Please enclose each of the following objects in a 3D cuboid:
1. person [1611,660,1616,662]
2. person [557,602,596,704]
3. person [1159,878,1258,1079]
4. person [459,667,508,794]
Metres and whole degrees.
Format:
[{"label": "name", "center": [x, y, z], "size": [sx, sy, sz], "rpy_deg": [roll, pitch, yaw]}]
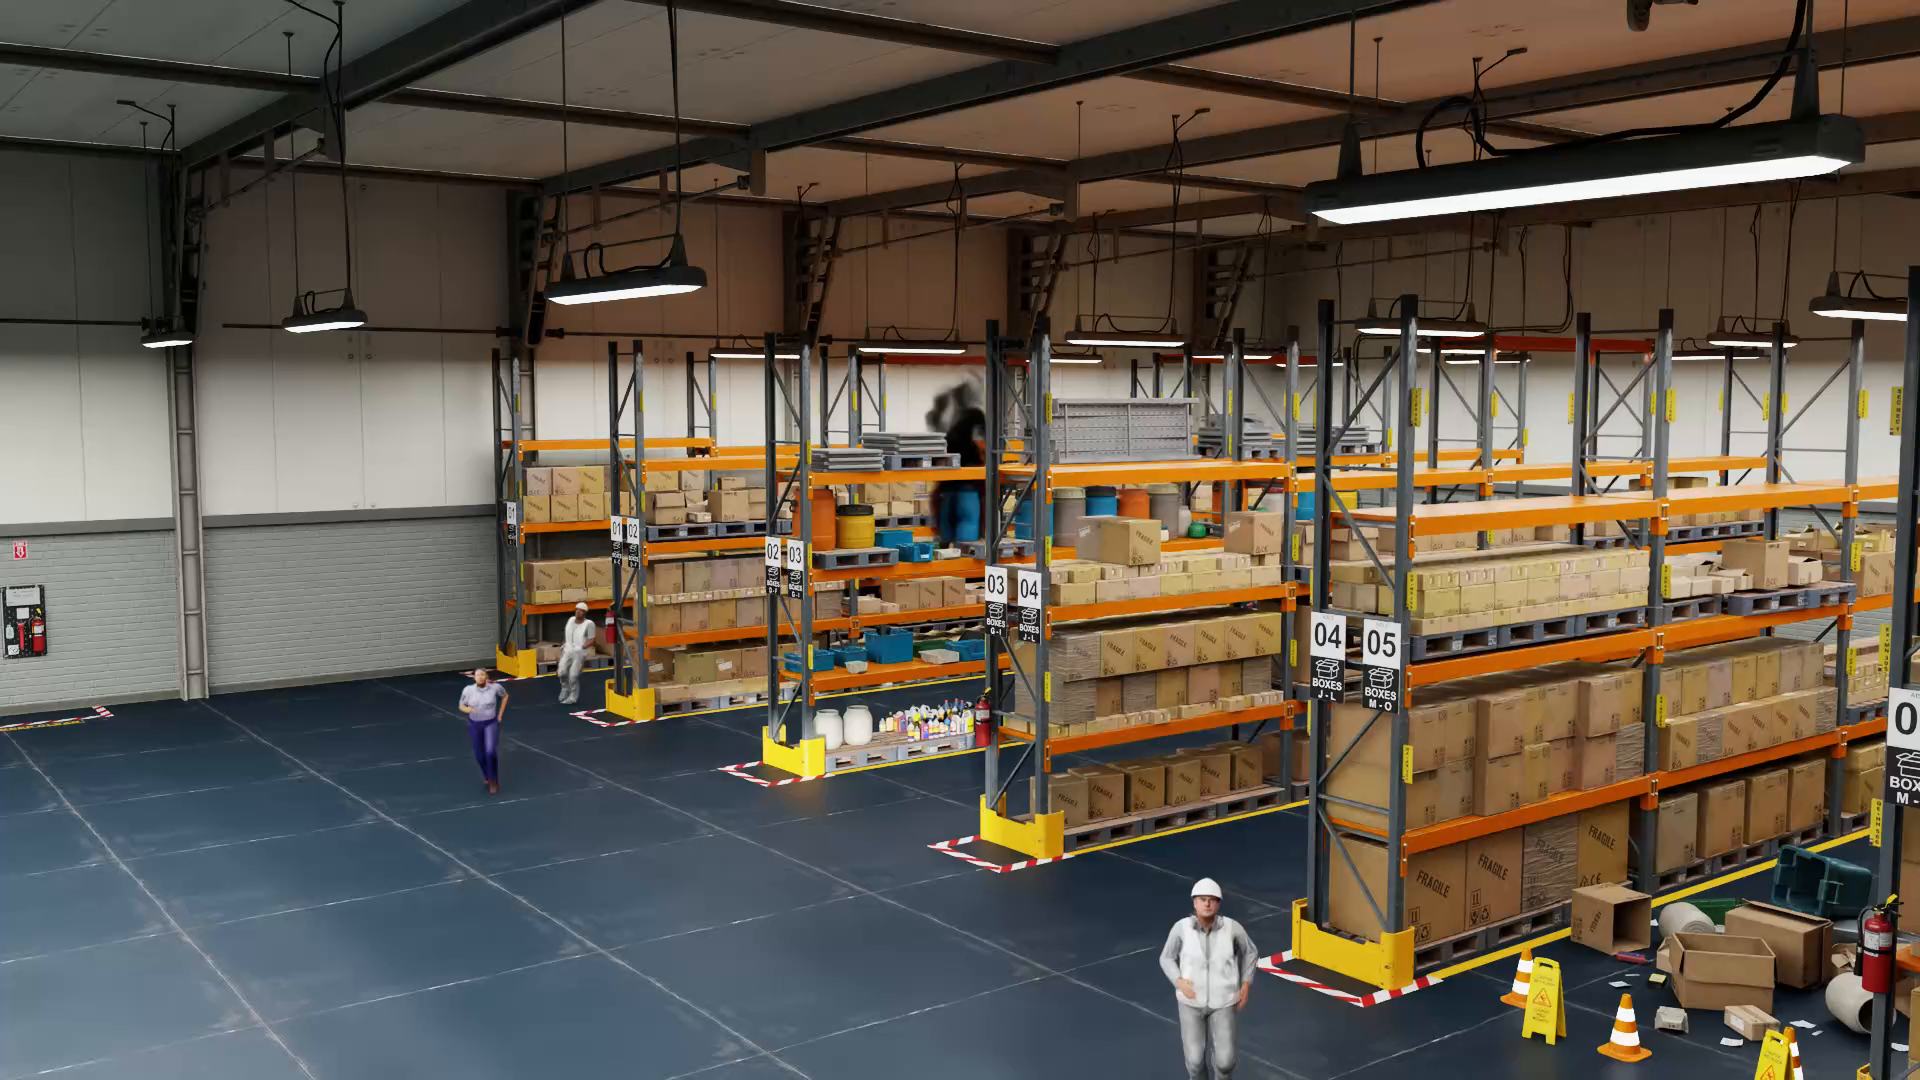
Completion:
[{"label": "person", "center": [8.417, 2.433, 21.494], "size": [0.680, 1.747, 0.639], "rpy_deg": [-4, 7, -41]}, {"label": "person", "center": [-6.370, 1.884, 27.512], "size": [0.721, 1.711, 0.617], "rpy_deg": [1, 5, 16]}, {"label": "person", "center": [1.761, 3.268, 11.809], "size": [0.698, 1.737, 0.590], "rpy_deg": [1, 5, 8]}, {"label": "person", "center": [-6.198, 2.465, 21.638], "size": [0.586, 1.667, 0.753], "rpy_deg": [0, 5, -5]}]
